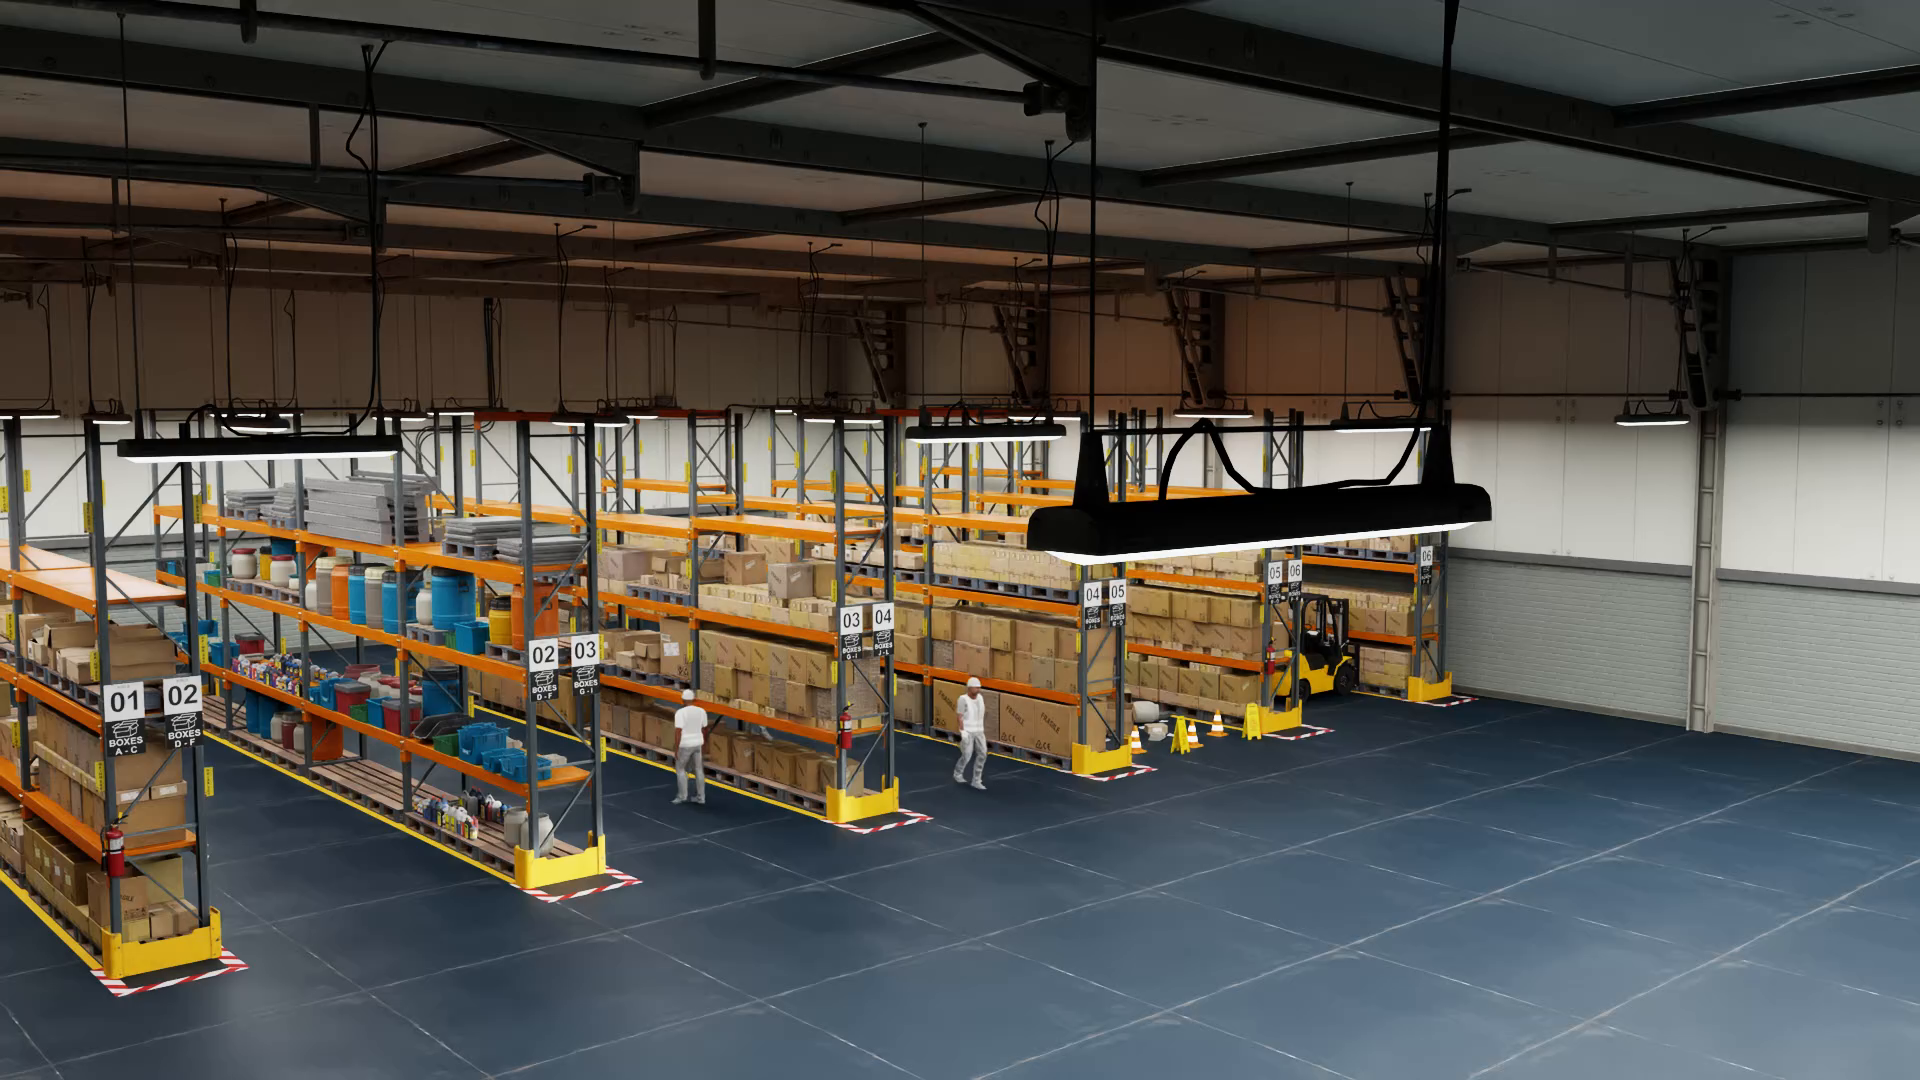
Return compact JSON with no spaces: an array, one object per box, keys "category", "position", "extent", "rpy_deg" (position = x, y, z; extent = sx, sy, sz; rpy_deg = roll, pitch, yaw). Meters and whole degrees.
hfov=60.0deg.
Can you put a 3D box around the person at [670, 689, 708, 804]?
[{"category":"person","position":[-4.163,3.219,25.719],"extent":[0.602,1.809,0.625],"rpy_deg":[5,7,44]}]

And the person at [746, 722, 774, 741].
[{"category":"person","position":[-3.685,2.822,30.663],"extent":[0.735,1.672,0.516],"rpy_deg":[2,5,24]}]

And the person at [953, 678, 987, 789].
[{"category":"person","position":[0.200,3.122,26.844],"extent":[0.661,1.811,0.647],"rpy_deg":[5,7,45]}]
